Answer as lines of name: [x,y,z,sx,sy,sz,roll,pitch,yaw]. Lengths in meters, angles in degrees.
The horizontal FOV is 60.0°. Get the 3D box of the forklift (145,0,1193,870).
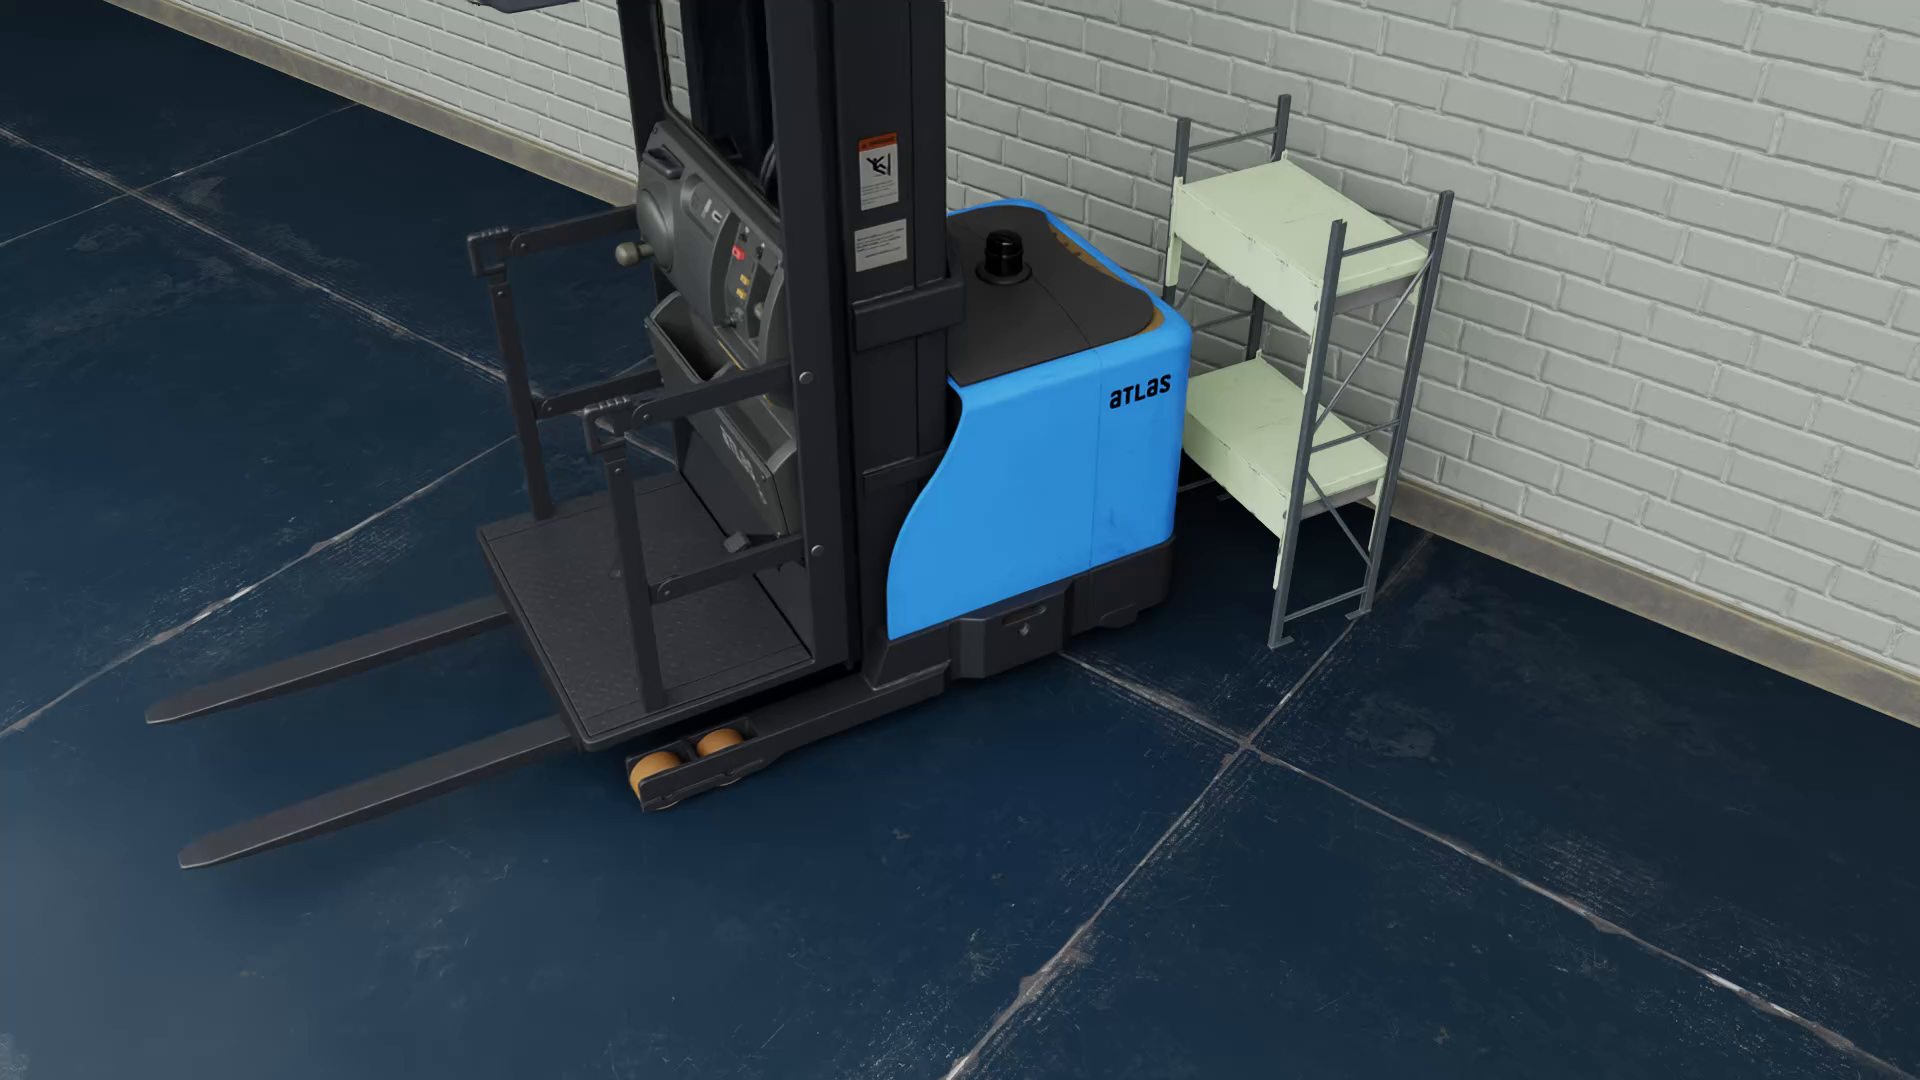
forklift: [-0.848,-0.757,4.339,3.031,2.935,1.130,-19,42,-22]

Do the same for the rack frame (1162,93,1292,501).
rack frame: [0.823,-0.702,5.430,0.400,1.500,0.023,-18,42,-22]

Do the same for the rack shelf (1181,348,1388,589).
rack shelf: [0.994,-0.246,5.376,0.431,0.370,0.720,-18,42,-22]

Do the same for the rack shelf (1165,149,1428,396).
rack shelf: [0.993,-0.810,4.935,0.431,0.370,0.720,-18,42,-22]

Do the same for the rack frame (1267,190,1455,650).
rack frame: [1.164,-0.303,4.920,0.400,1.500,0.023,-18,42,-22]

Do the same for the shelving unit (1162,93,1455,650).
shelving unit: [0.994,-0.503,5.175,0.431,1.500,0.755,-18,42,-22]
